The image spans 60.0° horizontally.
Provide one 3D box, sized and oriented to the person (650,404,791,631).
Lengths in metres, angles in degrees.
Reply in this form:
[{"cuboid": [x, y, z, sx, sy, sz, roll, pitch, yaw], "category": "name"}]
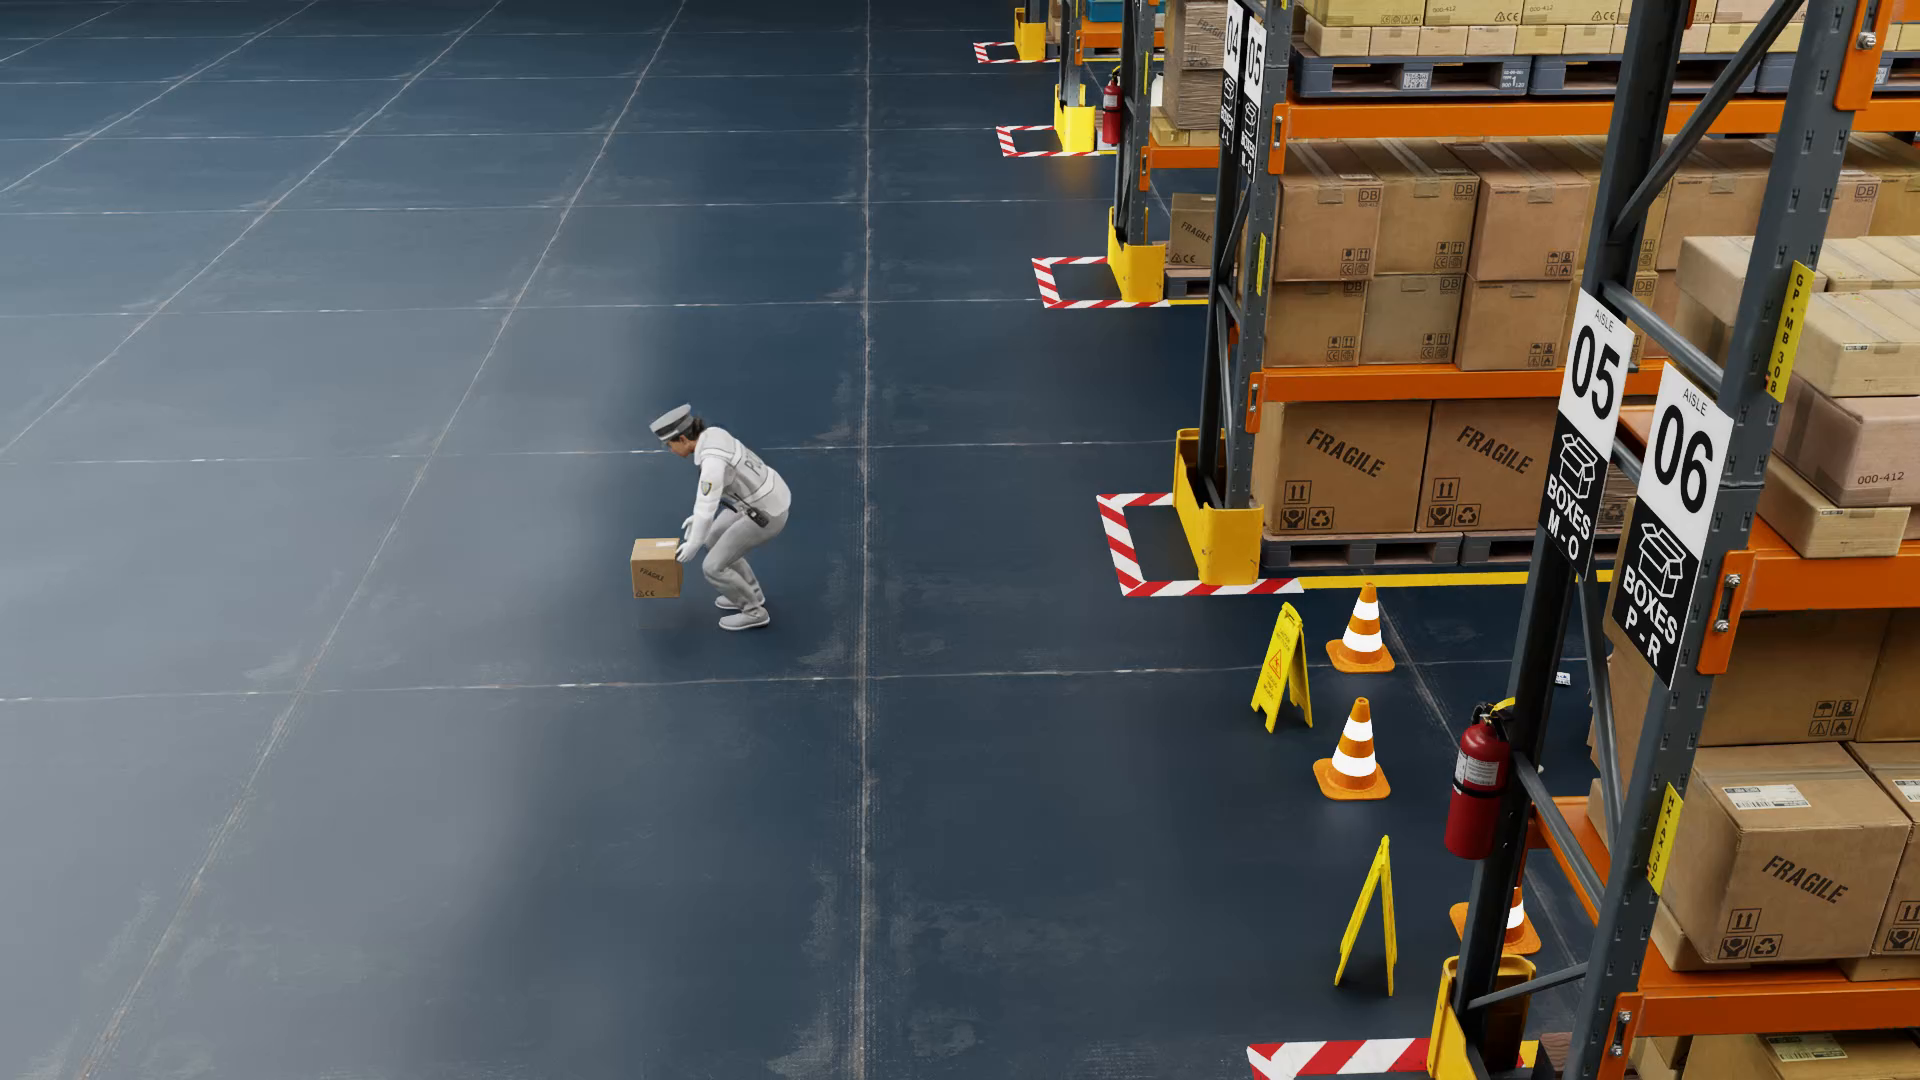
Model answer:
[{"cuboid": [-1.307, -0.132, 9.247, 0.737, 1.322, 0.534, -1, 28, -2], "category": "person"}]
